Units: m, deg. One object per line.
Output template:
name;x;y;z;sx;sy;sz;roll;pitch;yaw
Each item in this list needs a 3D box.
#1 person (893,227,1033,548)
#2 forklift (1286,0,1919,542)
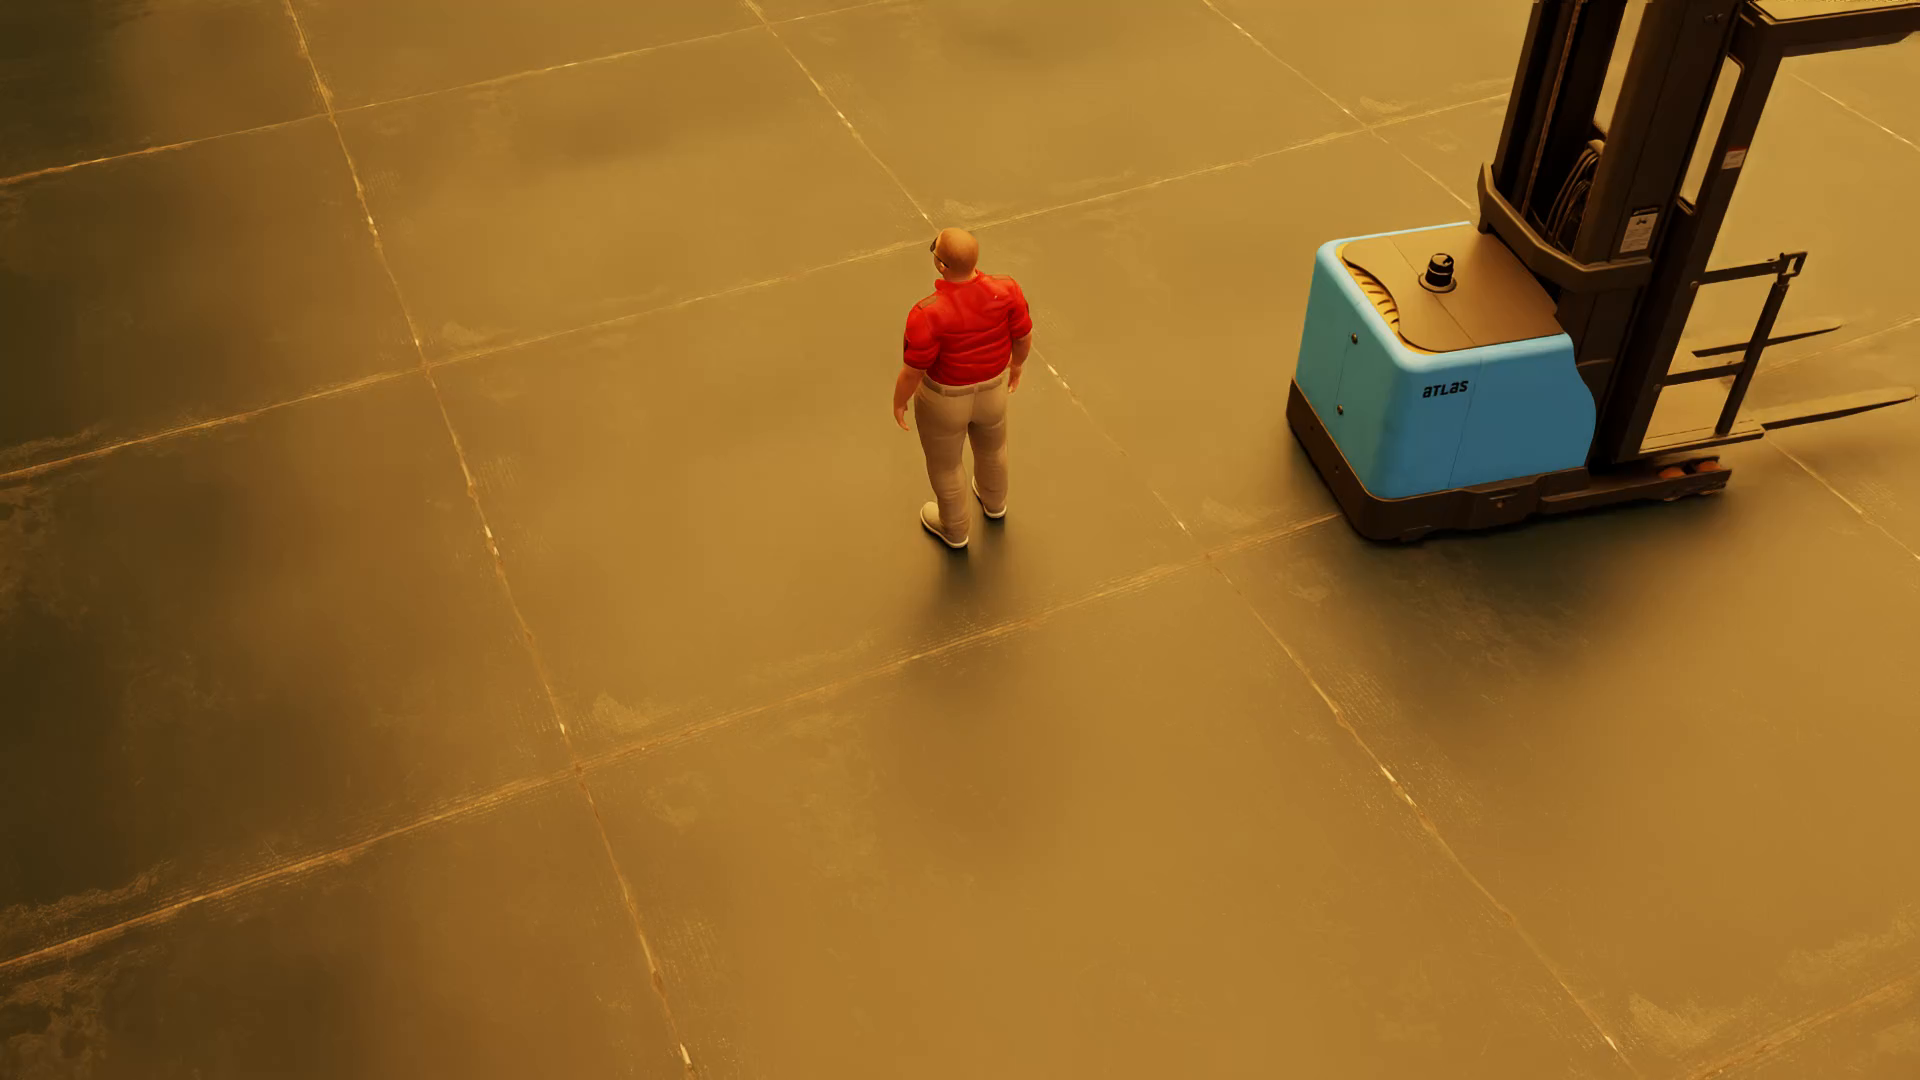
person;-0.027;-0.696;7.297;0.640;1.727;0.551;-18;46;-18
forklift;3.220;-1.602;7.397;3.031;2.935;1.130;-10;44;-10
